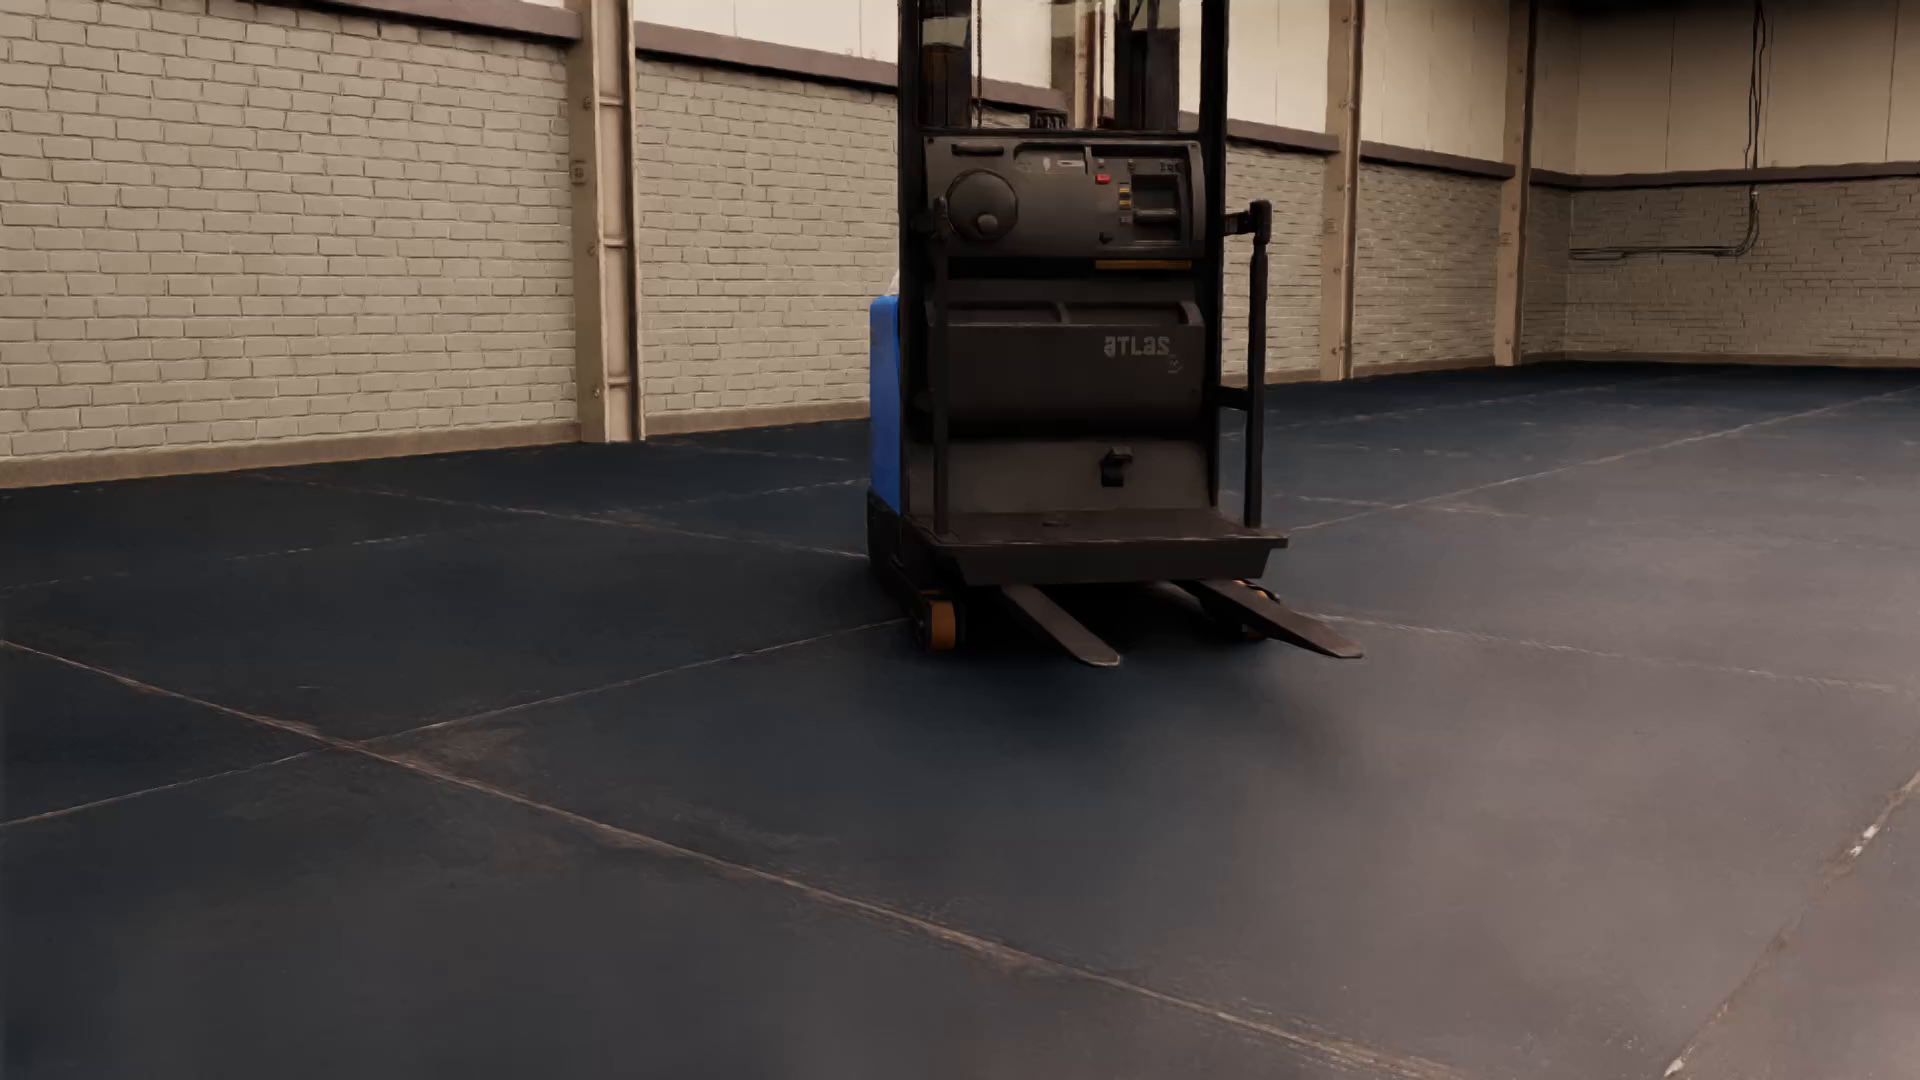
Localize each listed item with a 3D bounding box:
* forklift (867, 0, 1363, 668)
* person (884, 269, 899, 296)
[{"bbox_3d":[0.383,-1.163,5.228,1.130,2.935,3.031,-1,8,-10],"label":"forklift"},{"bbox_3d":[0.114,-0.851,7.603,0.754,1.636,0.753,5,10,31],"label":"person"}]
